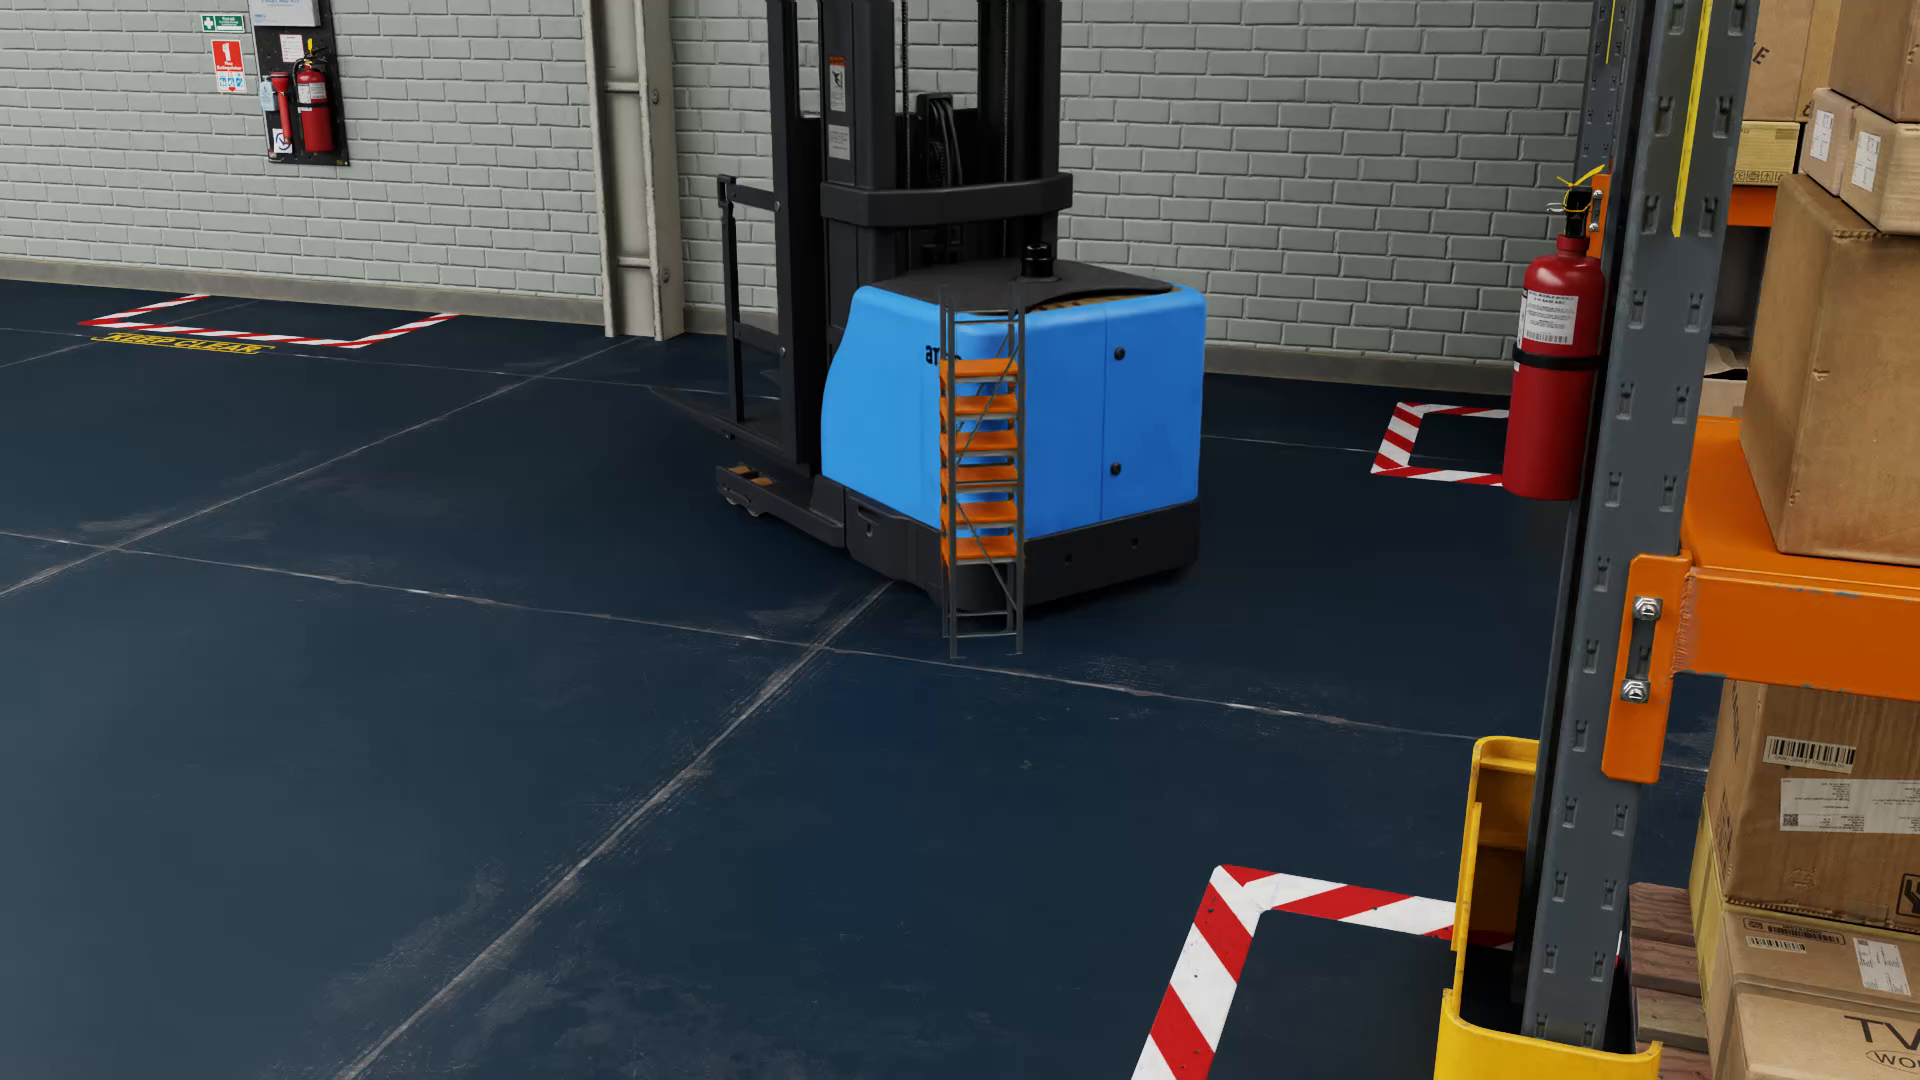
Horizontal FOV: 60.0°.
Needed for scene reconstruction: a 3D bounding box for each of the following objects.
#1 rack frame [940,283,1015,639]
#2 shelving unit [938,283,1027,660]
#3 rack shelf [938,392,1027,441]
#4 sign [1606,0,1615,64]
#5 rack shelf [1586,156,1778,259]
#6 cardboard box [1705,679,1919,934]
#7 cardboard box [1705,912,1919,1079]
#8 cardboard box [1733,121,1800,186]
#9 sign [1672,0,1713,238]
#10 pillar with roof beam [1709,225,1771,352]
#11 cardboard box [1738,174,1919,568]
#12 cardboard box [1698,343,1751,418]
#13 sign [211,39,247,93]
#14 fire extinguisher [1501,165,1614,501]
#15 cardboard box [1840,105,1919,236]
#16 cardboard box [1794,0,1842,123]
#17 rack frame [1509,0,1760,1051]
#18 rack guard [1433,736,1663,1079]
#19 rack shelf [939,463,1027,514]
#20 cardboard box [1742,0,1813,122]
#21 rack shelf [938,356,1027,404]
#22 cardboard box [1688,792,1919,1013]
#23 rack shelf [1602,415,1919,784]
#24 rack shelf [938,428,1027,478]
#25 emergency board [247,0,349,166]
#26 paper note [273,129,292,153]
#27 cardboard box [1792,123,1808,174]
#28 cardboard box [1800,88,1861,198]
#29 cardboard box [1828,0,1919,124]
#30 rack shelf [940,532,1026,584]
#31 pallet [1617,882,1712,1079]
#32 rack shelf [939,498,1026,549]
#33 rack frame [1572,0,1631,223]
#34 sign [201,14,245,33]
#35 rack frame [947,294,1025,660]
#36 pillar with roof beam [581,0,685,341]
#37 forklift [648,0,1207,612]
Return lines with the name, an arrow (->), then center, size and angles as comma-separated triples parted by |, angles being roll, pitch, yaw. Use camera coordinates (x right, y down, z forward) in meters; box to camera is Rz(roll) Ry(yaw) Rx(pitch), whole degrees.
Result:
rack frame -> 0.058, -0.239, 5.437 | 0.240, 1.200, 0.006 | -3, 19, -8
shelving unit -> 0.071, -0.210, 5.352 | 0.258, 1.200, 0.189 | -3, 19, -8
rack shelf -> 0.070, -0.394, 5.287 | 0.258, 0.103, 0.180 | -3, 19, -8
sign -> 2.617, -2.083, 6.679 | 0.005, 0.325, 0.100 | 7, 20, 18
rack shelf -> 4.684, -1.287, 6.804 | 4.000, 0.370, 1.077 | 7, 20, 18
cardboard box -> 1.777, 0.409, 3.245 | 0.500, 0.500, 0.500 | 7, 20, 18
cardboard box -> 1.607, 0.925, 2.904 | 0.500, 0.250, 0.500 | 7, 20, 18
cardboard box -> 3.152, -1.630, 6.892 | 0.500, 0.250, 0.500 | 6, 20, 16
sign -> 0.985, -0.576, 2.237 | 0.005, 0.325, 0.100 | 7, 20, 18
pillar with roof beam -> 2.327, -3.530, 3.032 | 0.400, 9.000, 9.100 | 7, 20, 18
cardboard box -> 1.610, -0.295, 2.713 | 0.500, 0.500, 0.700 | 7, 20, 18
cardboard box -> 3.419, -0.678, 7.381 | 0.500, 0.311, 0.500 | 4, 20, 12
sign -> -4.738, -3.071, 10.776 | 0.234, 0.329, 0.001 | 7, 20, 18
fire extinguisher -> 1.214, -0.423, 3.349 | 0.183, 0.674, 0.296 | 7, 20, 18
cardboard box -> 1.473, -0.546, 2.448 | 0.250, 0.149, 0.380 | 6, 20, 18
cardboard box -> 3.611, -1.934, 6.625 | 0.500, 0.500, 0.500 | 7, 20, 18
rack frame -> 1.173, -0.302, 2.885 | 0.127, 3.000, 1.000 | 7, 20, 18
rack guard -> 1.150, 0.876, 3.304 | 0.348, 0.500, 1.175 | 7, 20, 18
rack shelf -> 0.072, -0.168, 5.367 | 0.258, 0.103, 0.180 | -3, 19, -8
cardboard box -> 3.147, -1.990, 6.787 | 0.500, 0.500, 0.500 | 7, 20, 18
rack shelf -> 0.070, -0.507, 5.248 | 0.258, 0.103, 0.180 | -3, 19, -8
cardboard box -> 1.776, 0.764, 3.366 | 0.500, 0.250, 0.500 | 7, 20, 18
rack shelf -> 3.062, 0.254, 2.384 | 4.000, 0.370, 1.077 | 7, 20, 18
rack shelf -> 0.071, -0.281, 5.327 | 0.258, 0.103, 0.180 | -3, 19, -8
emergency board -> -4.249, -2.963, 10.519 | 0.643, 1.169, 0.194 | 7, 20, 18
paper note -> -4.394, -2.587, 10.780 | 0.142, 0.148, 0.016 | 7, 20, 18
cardboard box -> 3.647, -1.578, 6.744 | 0.500, 0.250, 0.500 | 6, 20, 16
cardboard box -> 1.596, -0.673, 2.814 | 0.250, 0.149, 0.380 | 6, 20, 17
cardboard box -> 1.660, -0.902, 2.483 | 0.500, 0.500, 0.700 | 7, 20, 18
rack shelf -> 0.073, 0.059, 5.446 | 0.258, 0.103, 0.180 | -3, 19, -8
pallet -> 1.909, 1.084, 3.145 | 1.213, 0.211, 1.003 | 7, 20, 18
rack shelf -> 0.072, -0.054, 5.406 | 0.258, 0.103, 0.180 | -3, 19, -8
rack frame -> 2.795, -1.843, 7.305 | 0.127, 3.000, 1.000 | 7, 20, 18
sign -> -4.736, -3.318, 10.680 | 0.331, 0.109, 0.001 | 7, 20, 18
rack frame -> 0.084, -0.180, 5.266 | 0.240, 1.200, 0.006 | -3, 19, -8
pillar with roof beam -> -3.340, -4.178, 4.892 | 0.400, 9.000, 9.100 | 7, 20, 18
forklift -> -0.365, -1.557, 6.591 | 1.130, 2.935, 3.031 | -13, 23, -33
